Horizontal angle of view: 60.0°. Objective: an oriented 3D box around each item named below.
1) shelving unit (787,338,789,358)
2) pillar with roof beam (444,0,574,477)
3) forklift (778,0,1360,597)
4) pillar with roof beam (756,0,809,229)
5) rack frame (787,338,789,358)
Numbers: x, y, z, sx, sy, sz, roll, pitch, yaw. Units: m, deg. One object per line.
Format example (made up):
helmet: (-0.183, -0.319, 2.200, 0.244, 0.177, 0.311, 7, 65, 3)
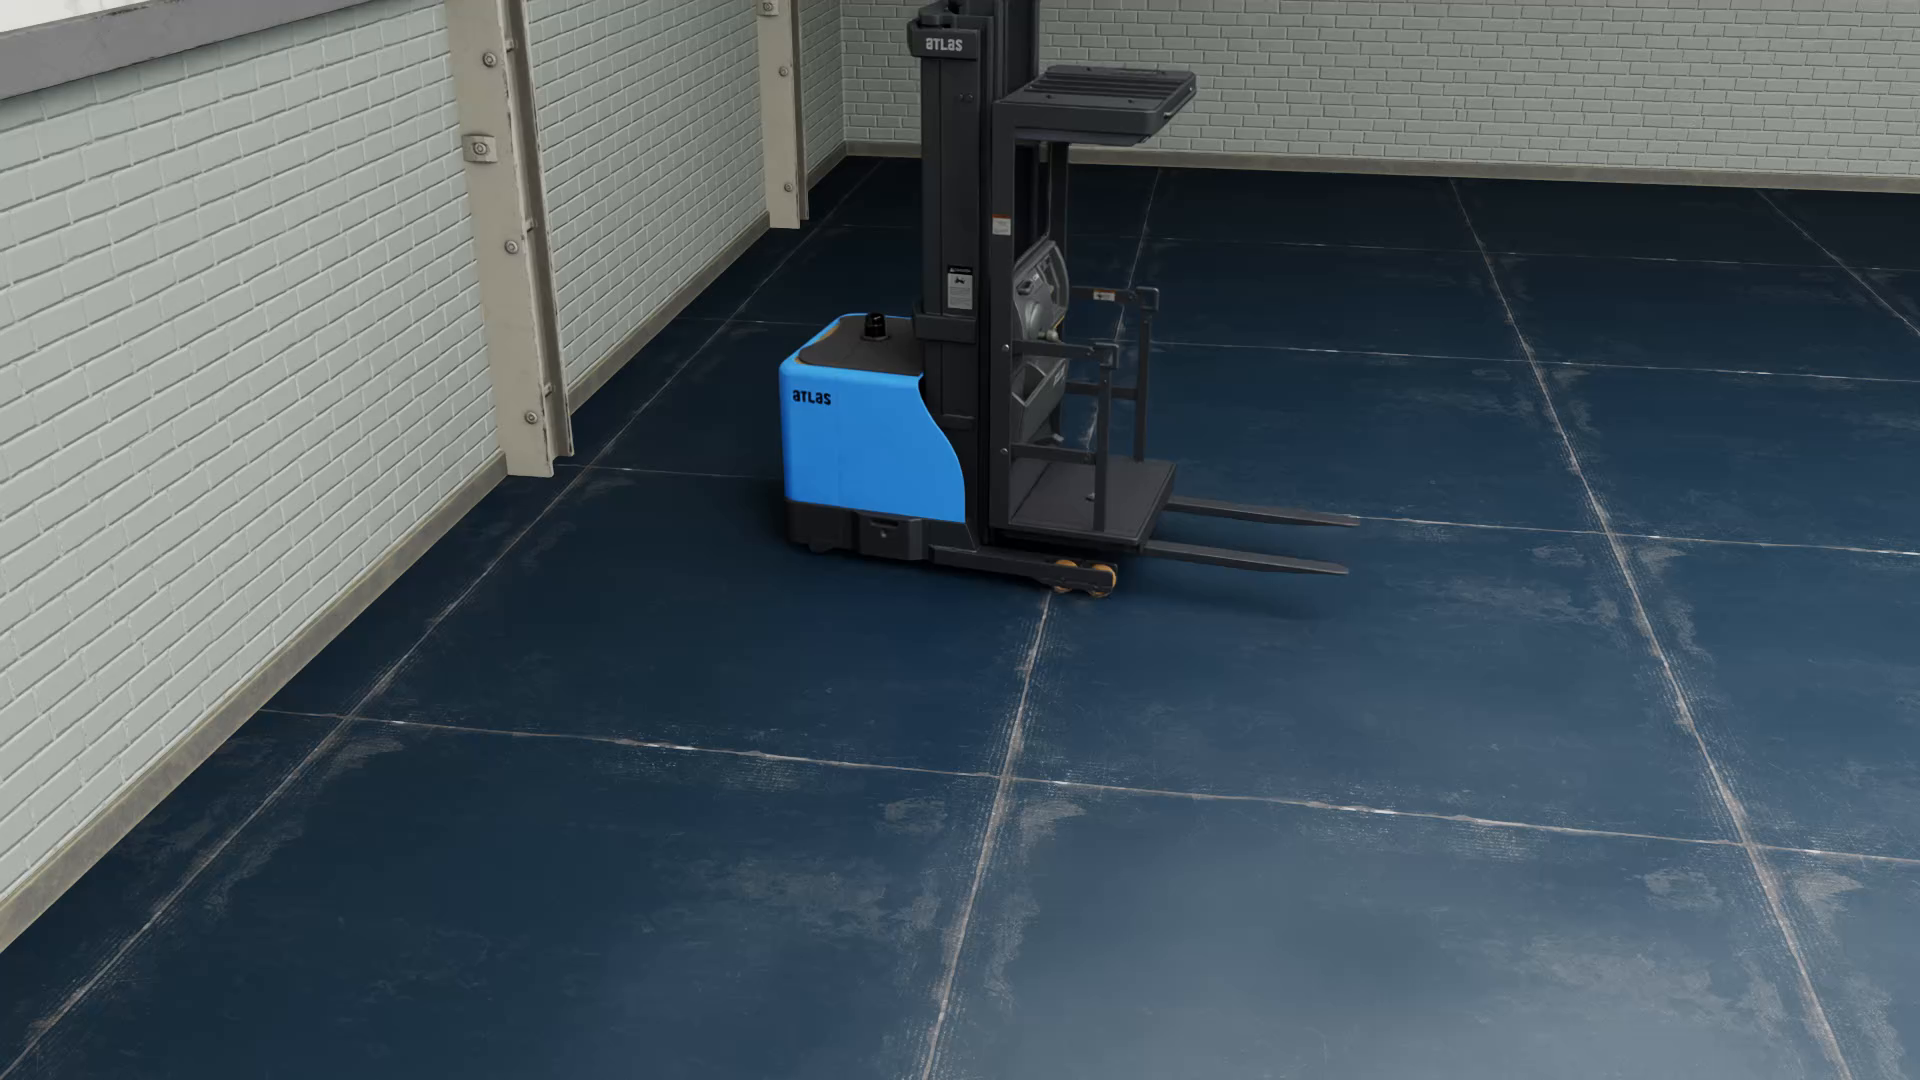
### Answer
shelving unit: (-0.886, -0.712, 9.709, 0.210, 0.900, 0.258, -2, 25, -5)
pillar with roof beam: (1.650, -4.250, 7.714, 9.100, 9.000, 0.400, 4, 25, 9)
forklift: (0.606, -1.284, 8.535, 3.031, 2.935, 1.130, 8, 26, 16)
pillar with roof beam: (2.631, -6.759, 13.075, 9.100, 9.000, 0.400, 4, 25, 9)
rack frame: (-0.987, -0.707, 9.700, 0.006, 0.900, 0.240, -2, 25, -5)
